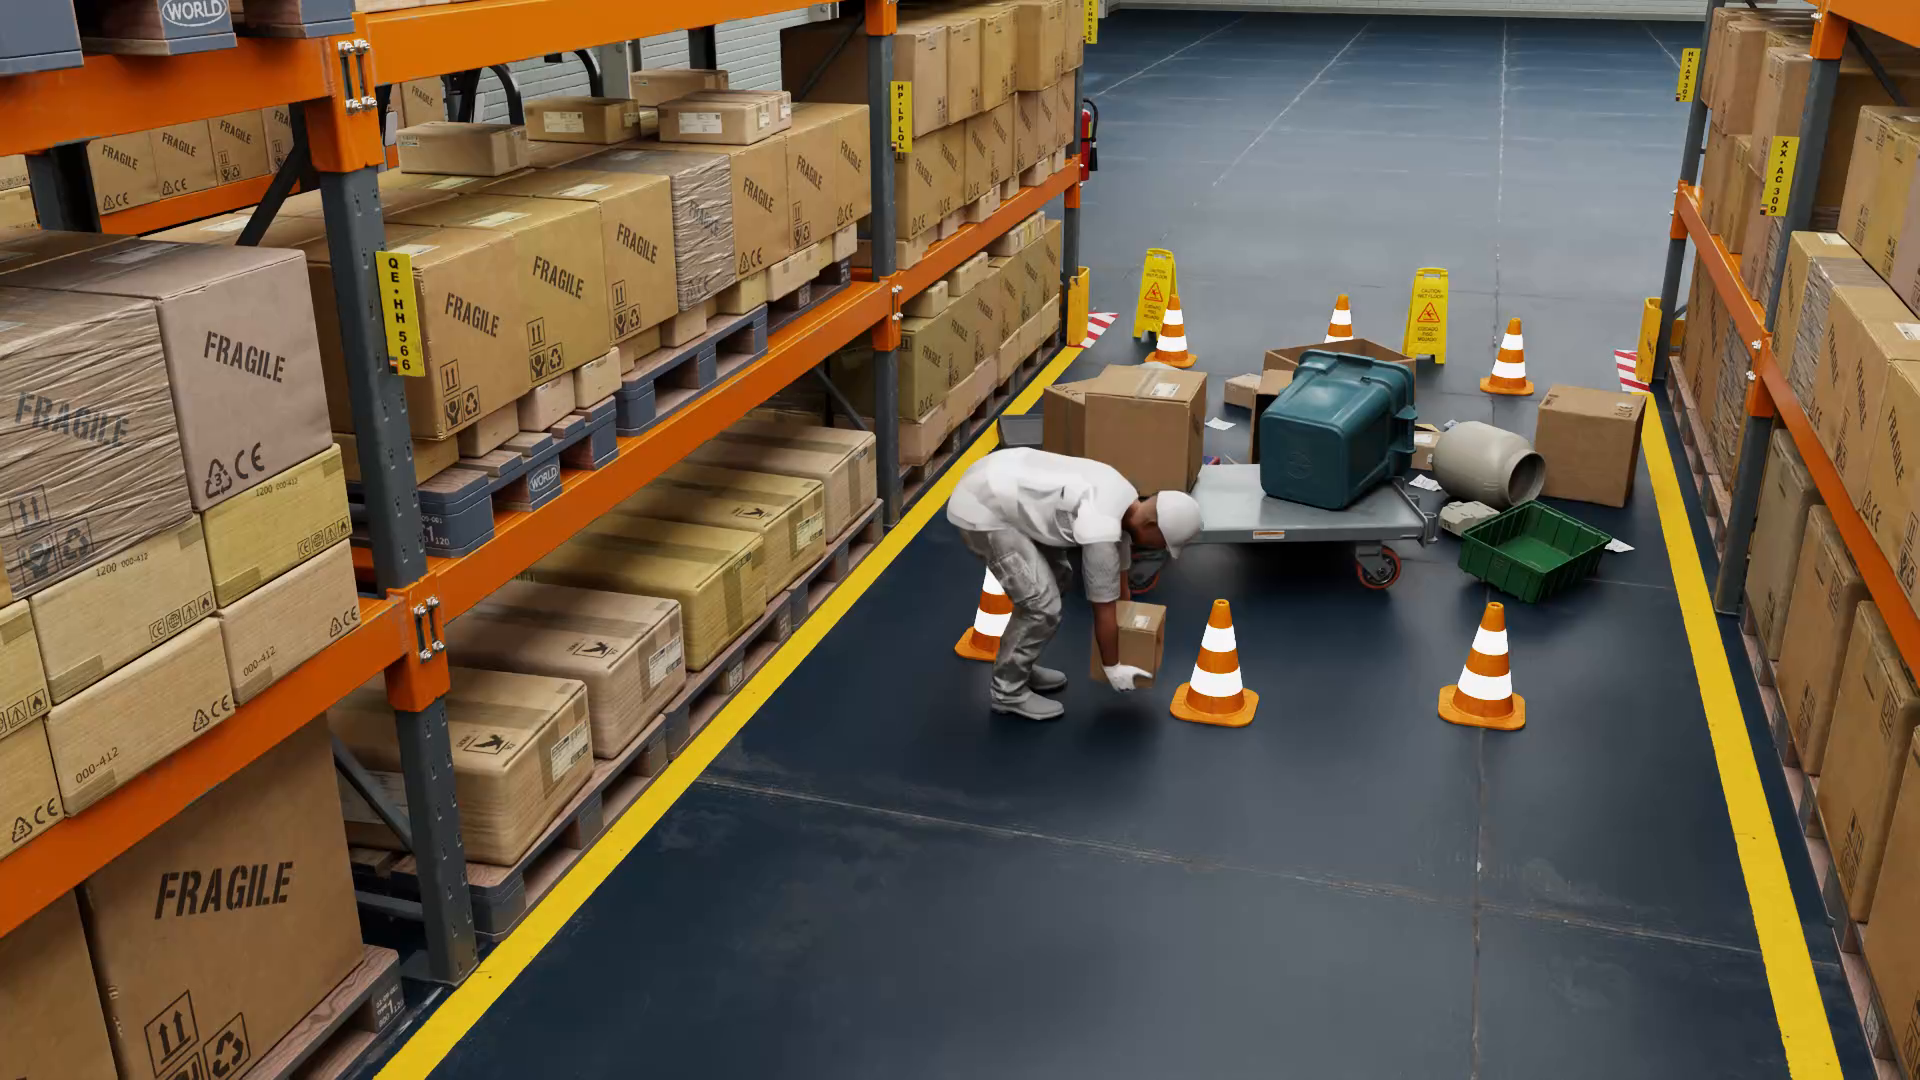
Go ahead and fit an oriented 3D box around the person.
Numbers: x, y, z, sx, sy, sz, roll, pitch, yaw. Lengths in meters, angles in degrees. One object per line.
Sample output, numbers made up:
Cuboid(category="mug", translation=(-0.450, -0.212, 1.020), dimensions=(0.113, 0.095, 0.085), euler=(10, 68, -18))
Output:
Cuboid(category="person", translation=(0.446, 0.172, 6.594), dimensions=(0.991, 1.063, 0.504), euler=(5, 22, 12))
